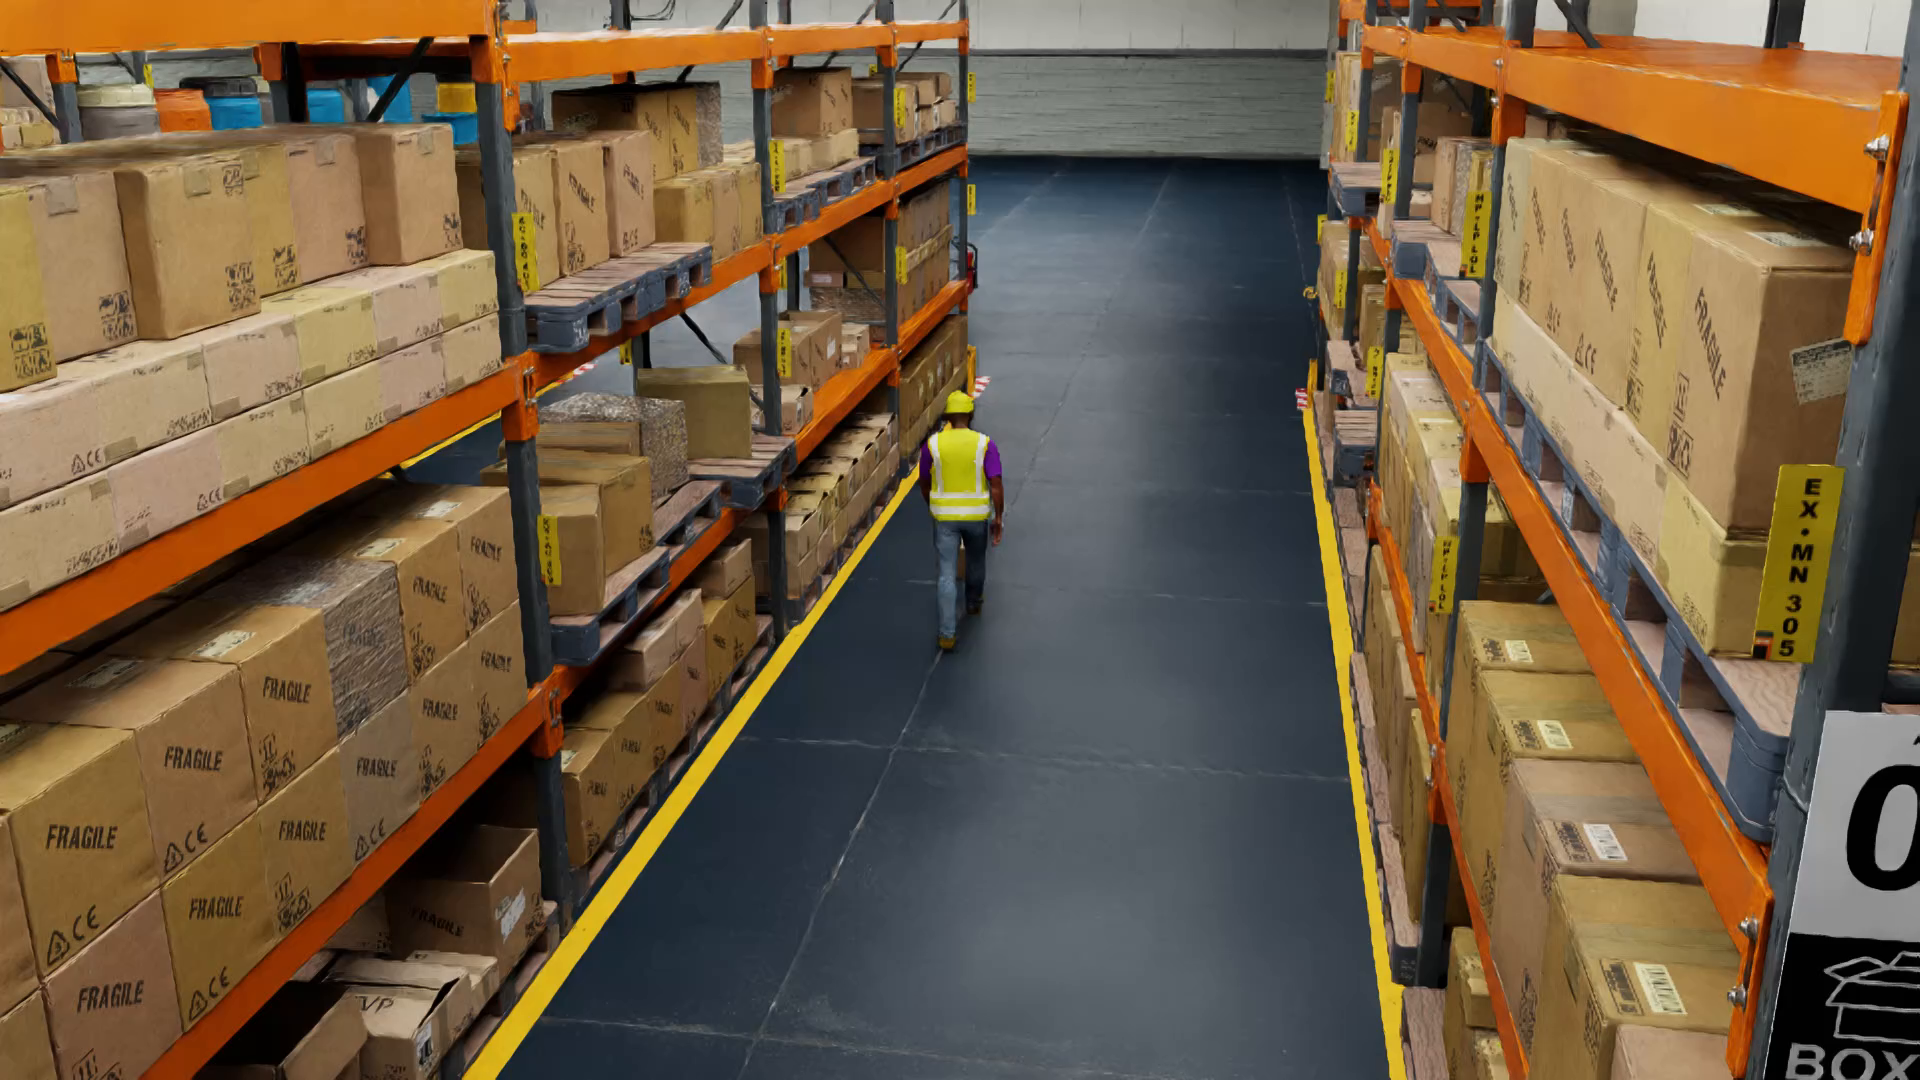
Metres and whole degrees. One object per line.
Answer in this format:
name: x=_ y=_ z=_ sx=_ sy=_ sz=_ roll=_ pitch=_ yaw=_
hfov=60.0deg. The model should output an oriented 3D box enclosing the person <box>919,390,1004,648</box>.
person: x=0.005 y=-0.205 z=11.647 sx=0.584 sy=1.707 sz=1.041 roll=-1 pitch=18 yaw=-2
